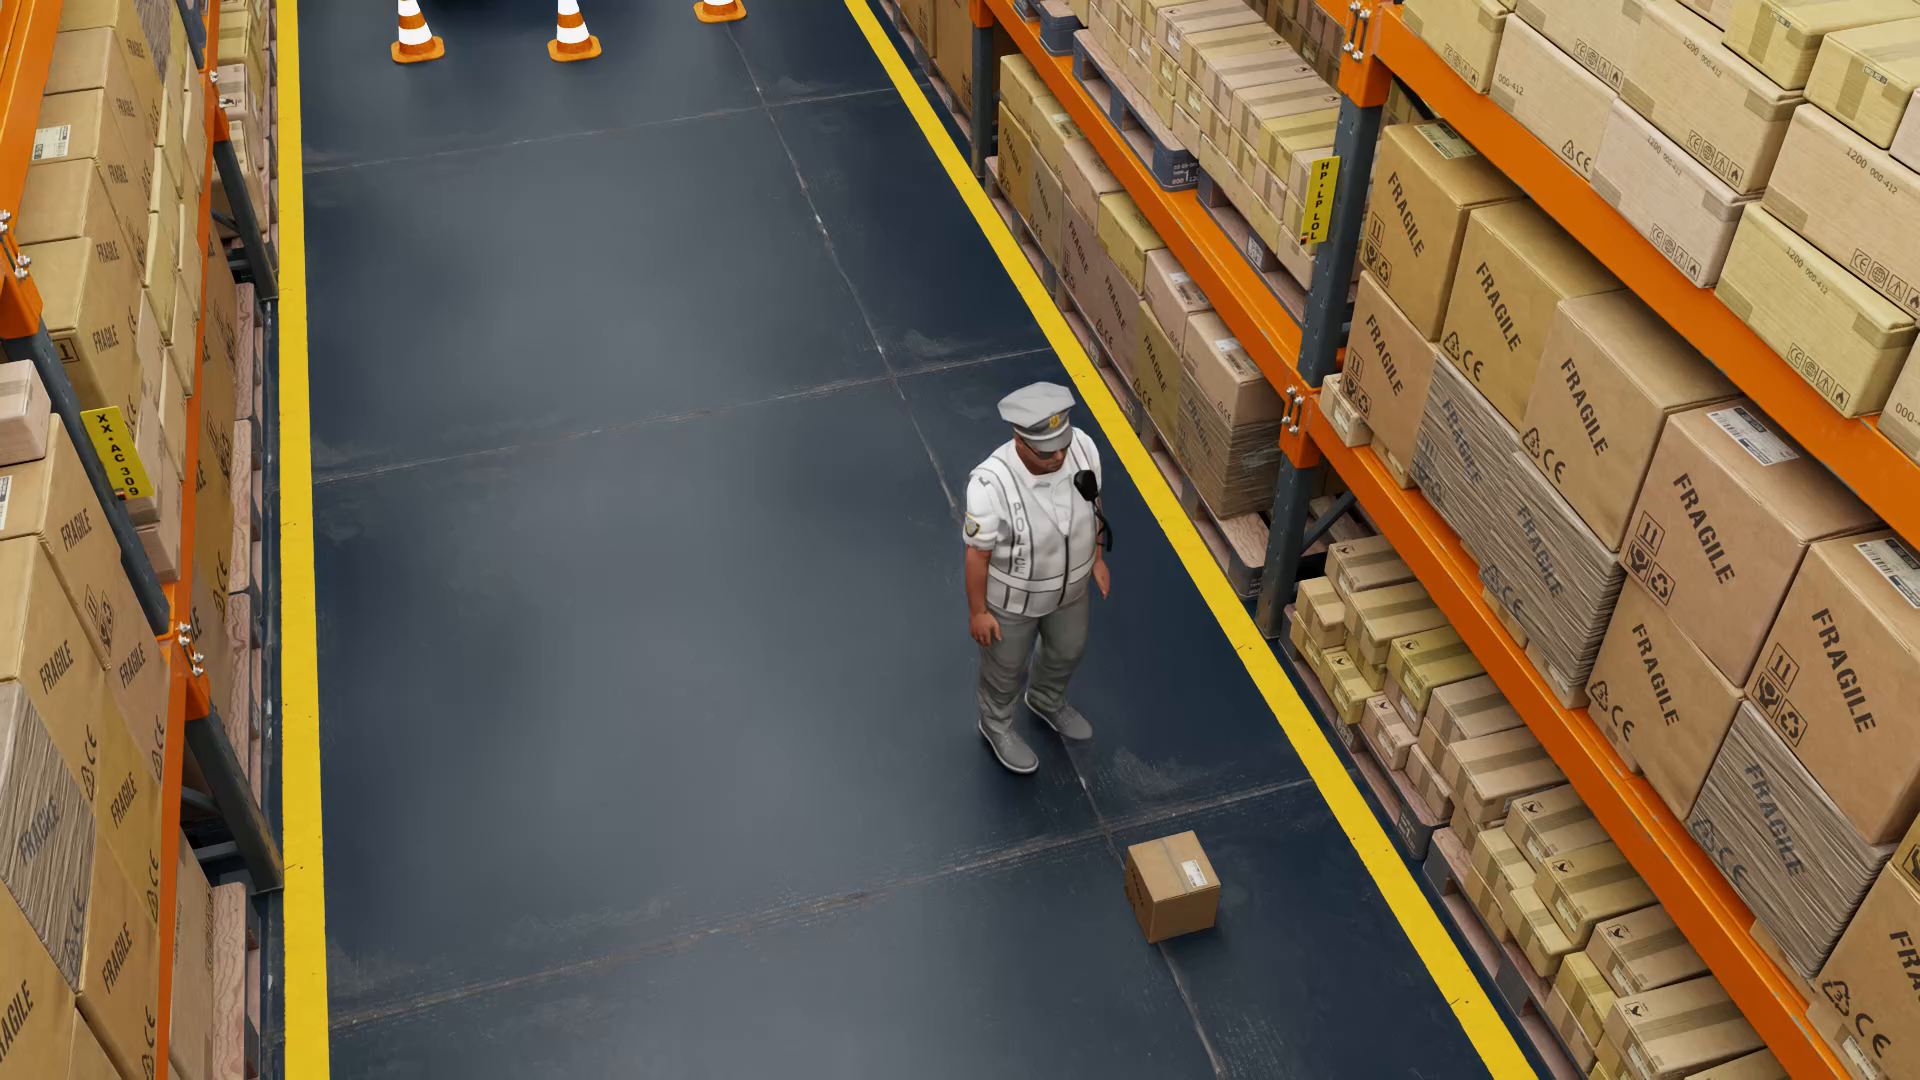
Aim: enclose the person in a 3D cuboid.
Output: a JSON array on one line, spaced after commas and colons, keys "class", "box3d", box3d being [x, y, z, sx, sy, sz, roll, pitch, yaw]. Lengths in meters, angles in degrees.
[{"class": "person", "box3d": [0.272, 0.166, 5.983, 0.579, 1.813, 0.408, -22, 46, -23]}]
